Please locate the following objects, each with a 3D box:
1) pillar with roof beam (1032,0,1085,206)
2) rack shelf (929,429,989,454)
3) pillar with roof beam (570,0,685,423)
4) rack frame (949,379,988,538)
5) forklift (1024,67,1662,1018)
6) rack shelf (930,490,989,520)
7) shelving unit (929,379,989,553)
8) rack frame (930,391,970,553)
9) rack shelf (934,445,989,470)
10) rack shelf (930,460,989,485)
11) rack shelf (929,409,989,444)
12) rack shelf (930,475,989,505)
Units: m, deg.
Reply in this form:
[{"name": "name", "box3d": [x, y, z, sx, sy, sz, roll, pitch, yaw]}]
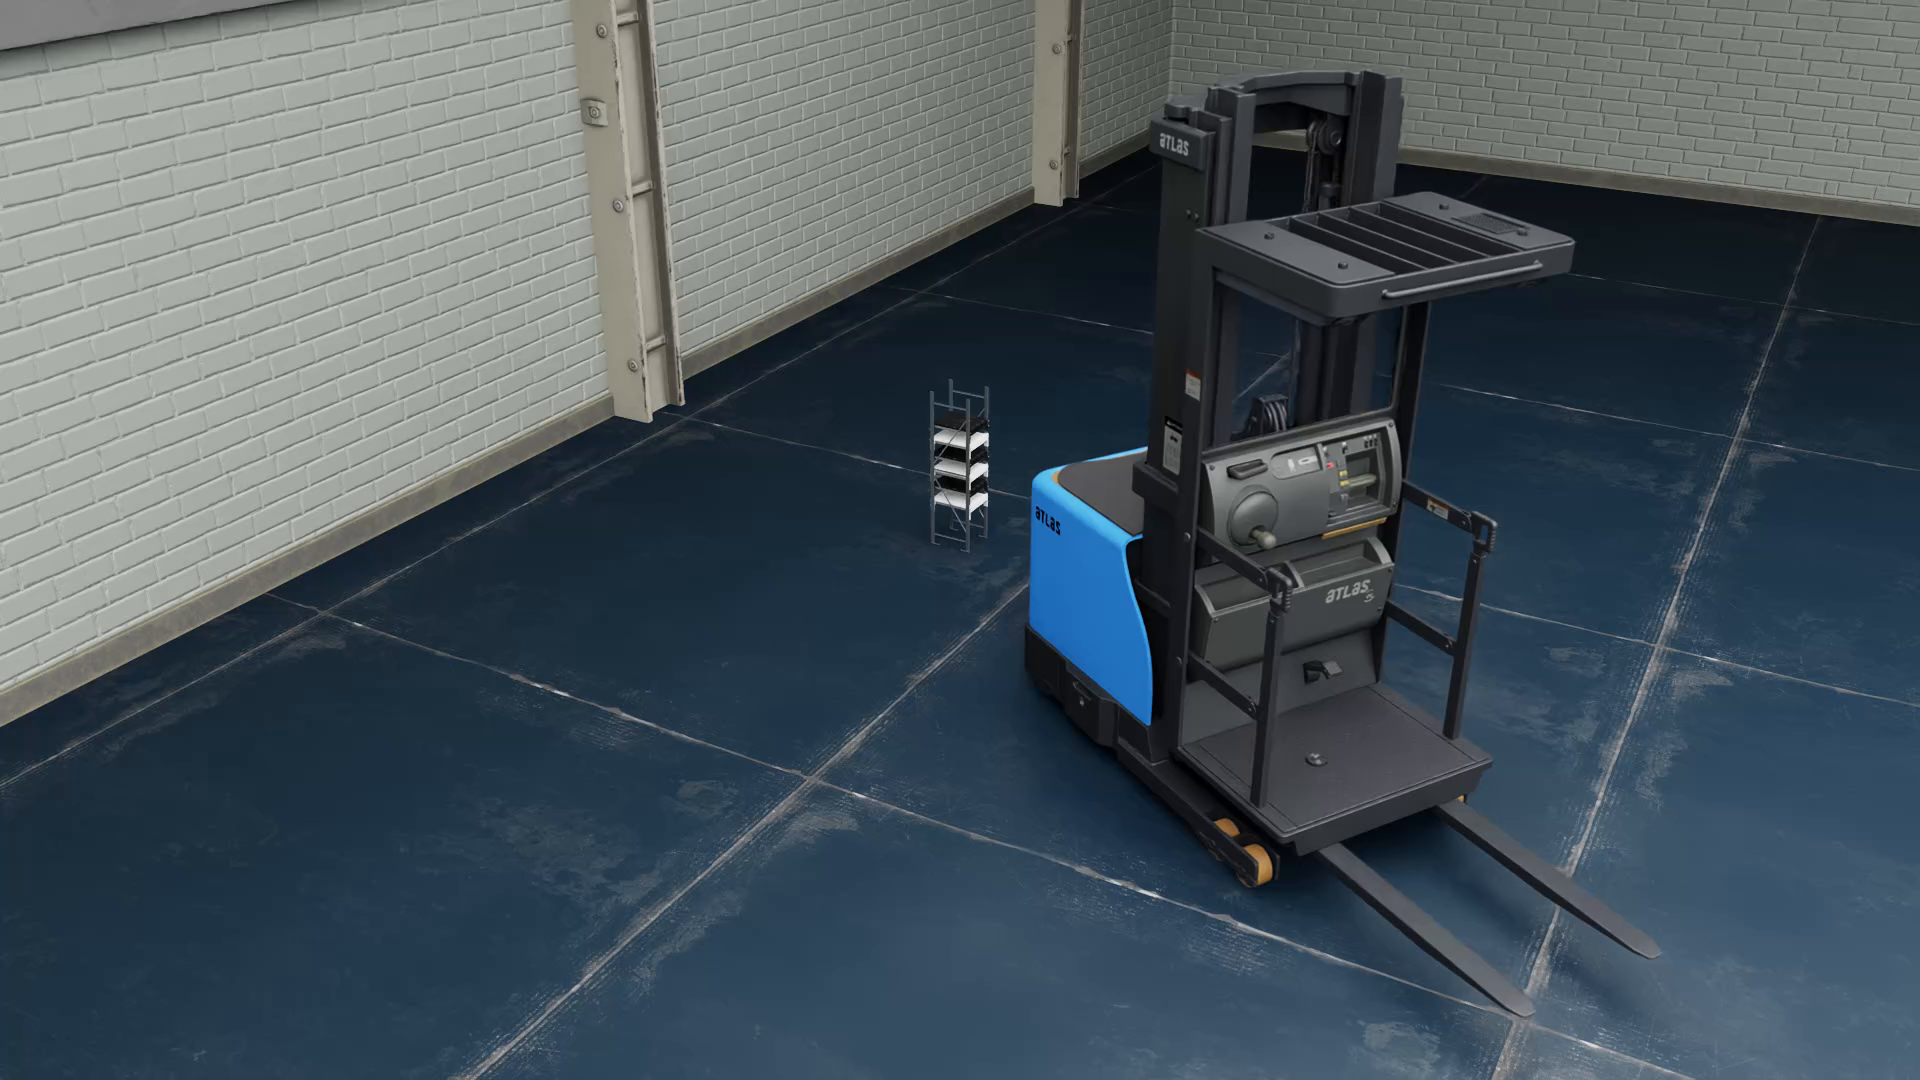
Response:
[{"name": "pillar with roof beam", "box3d": [4.642, -6.282, 11.746, 9.100, 9.000, 0.400, 14, 30, 26]}, {"name": "rack shelf", "box3d": [-0.004, -0.530, 8.977, 0.258, 0.077, 0.200, 14, 30, 26]}, {"name": "pillar with roof beam", "box3d": [1.691, -3.943, 7.075, 9.100, 9.000, 0.400, 14, 30, 26]}, {"name": "rack frame", "box3d": [0.046, -0.439, 9.121, 0.240, 0.900, 0.006, 14, 30, 26]}, {"name": "forklift", "box3d": [1.454, -0.180, 6.336, 1.130, 2.935, 3.031, -14, 30, -25]}, {"name": "rack shelf", "box3d": [-0.004, -0.208, 9.138, 0.258, 0.077, 0.200, 14, 30, 26]}, {"name": "shelving unit", "box3d": [-0.004, -0.399, 9.042, 0.258, 0.900, 0.210, 14, 30, 26]}, {"name": "rack frame", "box3d": [-0.054, -0.360, 8.963, 0.240, 0.900, 0.006, 14, 30, 26]}, {"name": "rack shelf", "box3d": [-0.004, -0.450, 9.017, 0.258, 0.077, 0.200, 14, 30, 26]}, {"name": "rack shelf", "box3d": [-0.004, -0.369, 9.057, 0.258, 0.077, 0.200, 14, 30, 26]}, {"name": "rack shelf", "box3d": [-0.004, -0.611, 8.936, 0.258, 0.077, 0.200, 14, 30, 26]}, {"name": "rack shelf", "box3d": [-0.004, -0.289, 9.097, 0.258, 0.077, 0.200, 14, 30, 26]}]
